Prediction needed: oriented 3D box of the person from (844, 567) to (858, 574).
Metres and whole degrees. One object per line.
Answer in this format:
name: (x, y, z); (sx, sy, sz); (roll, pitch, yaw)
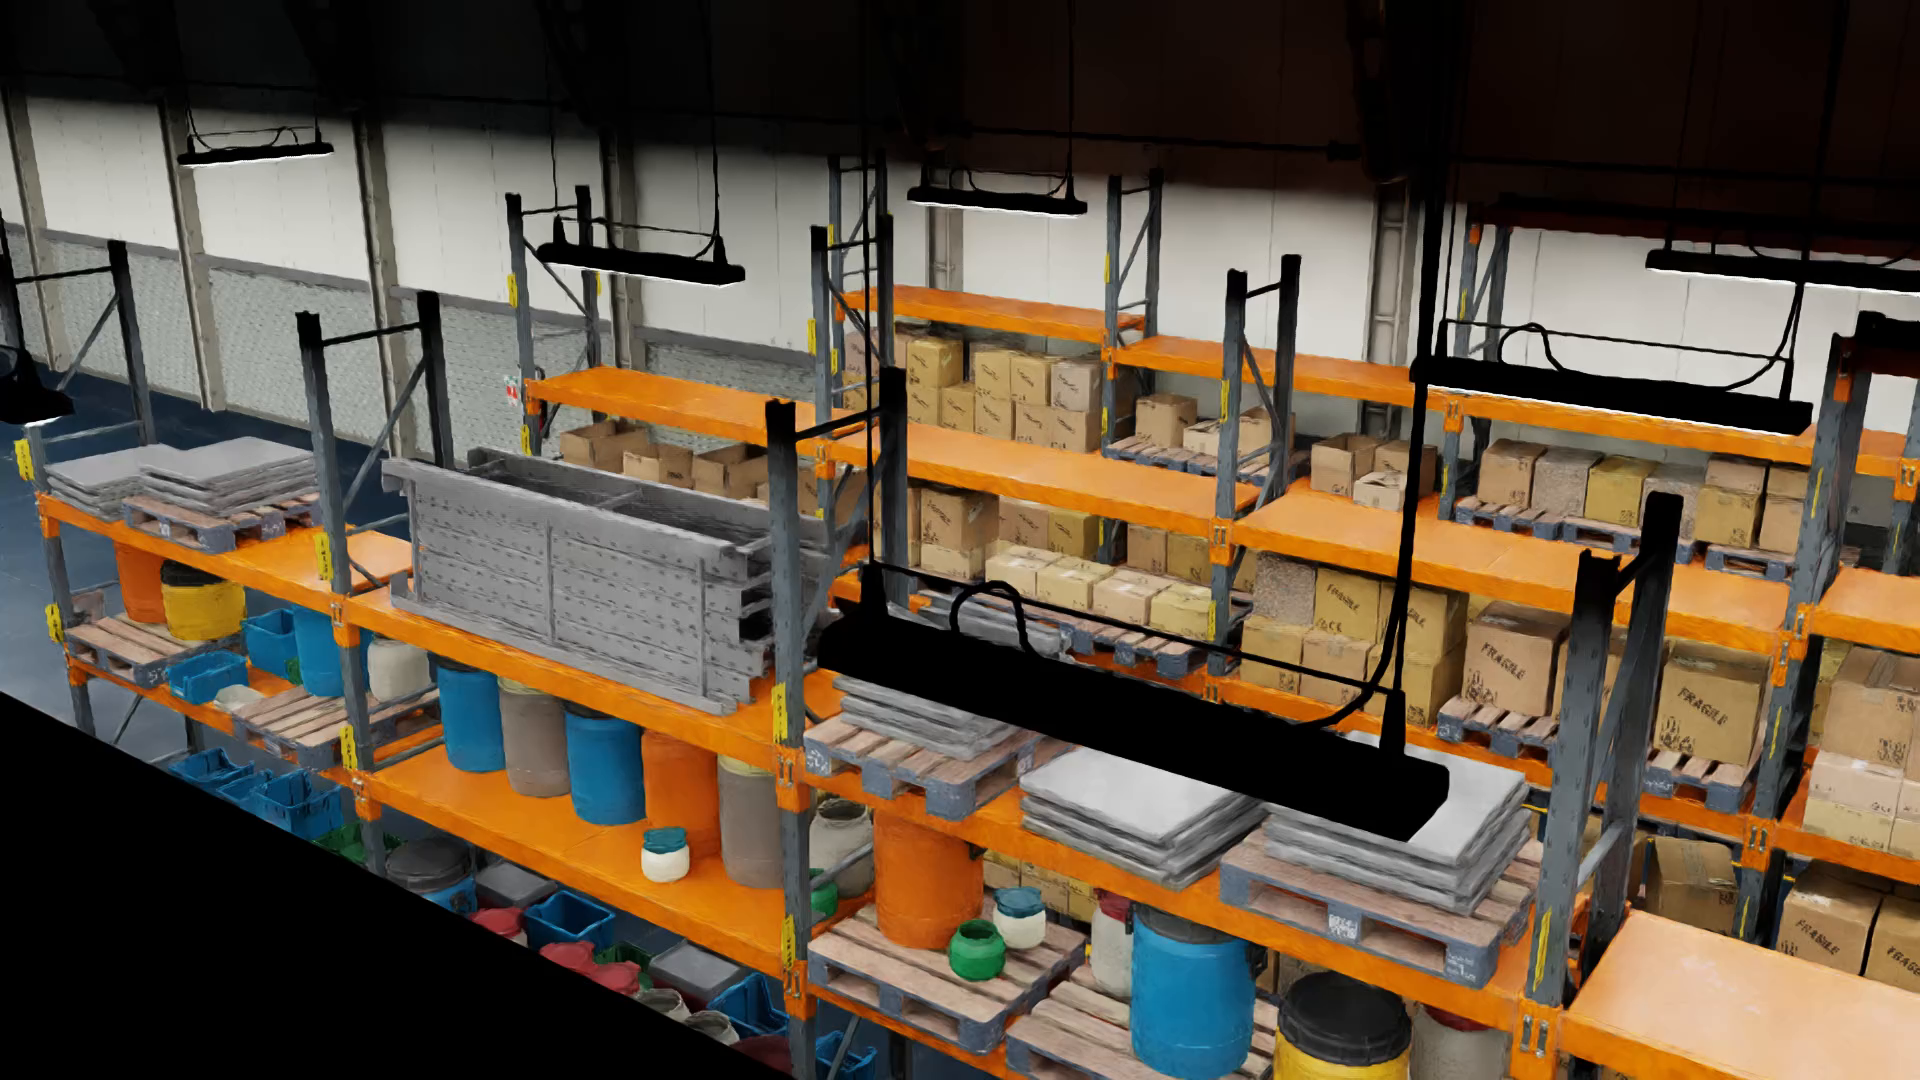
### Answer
person: (-1.219, 0.851, 19.830); (1.162, 1.695, 0.599); (14, 23, 37)
